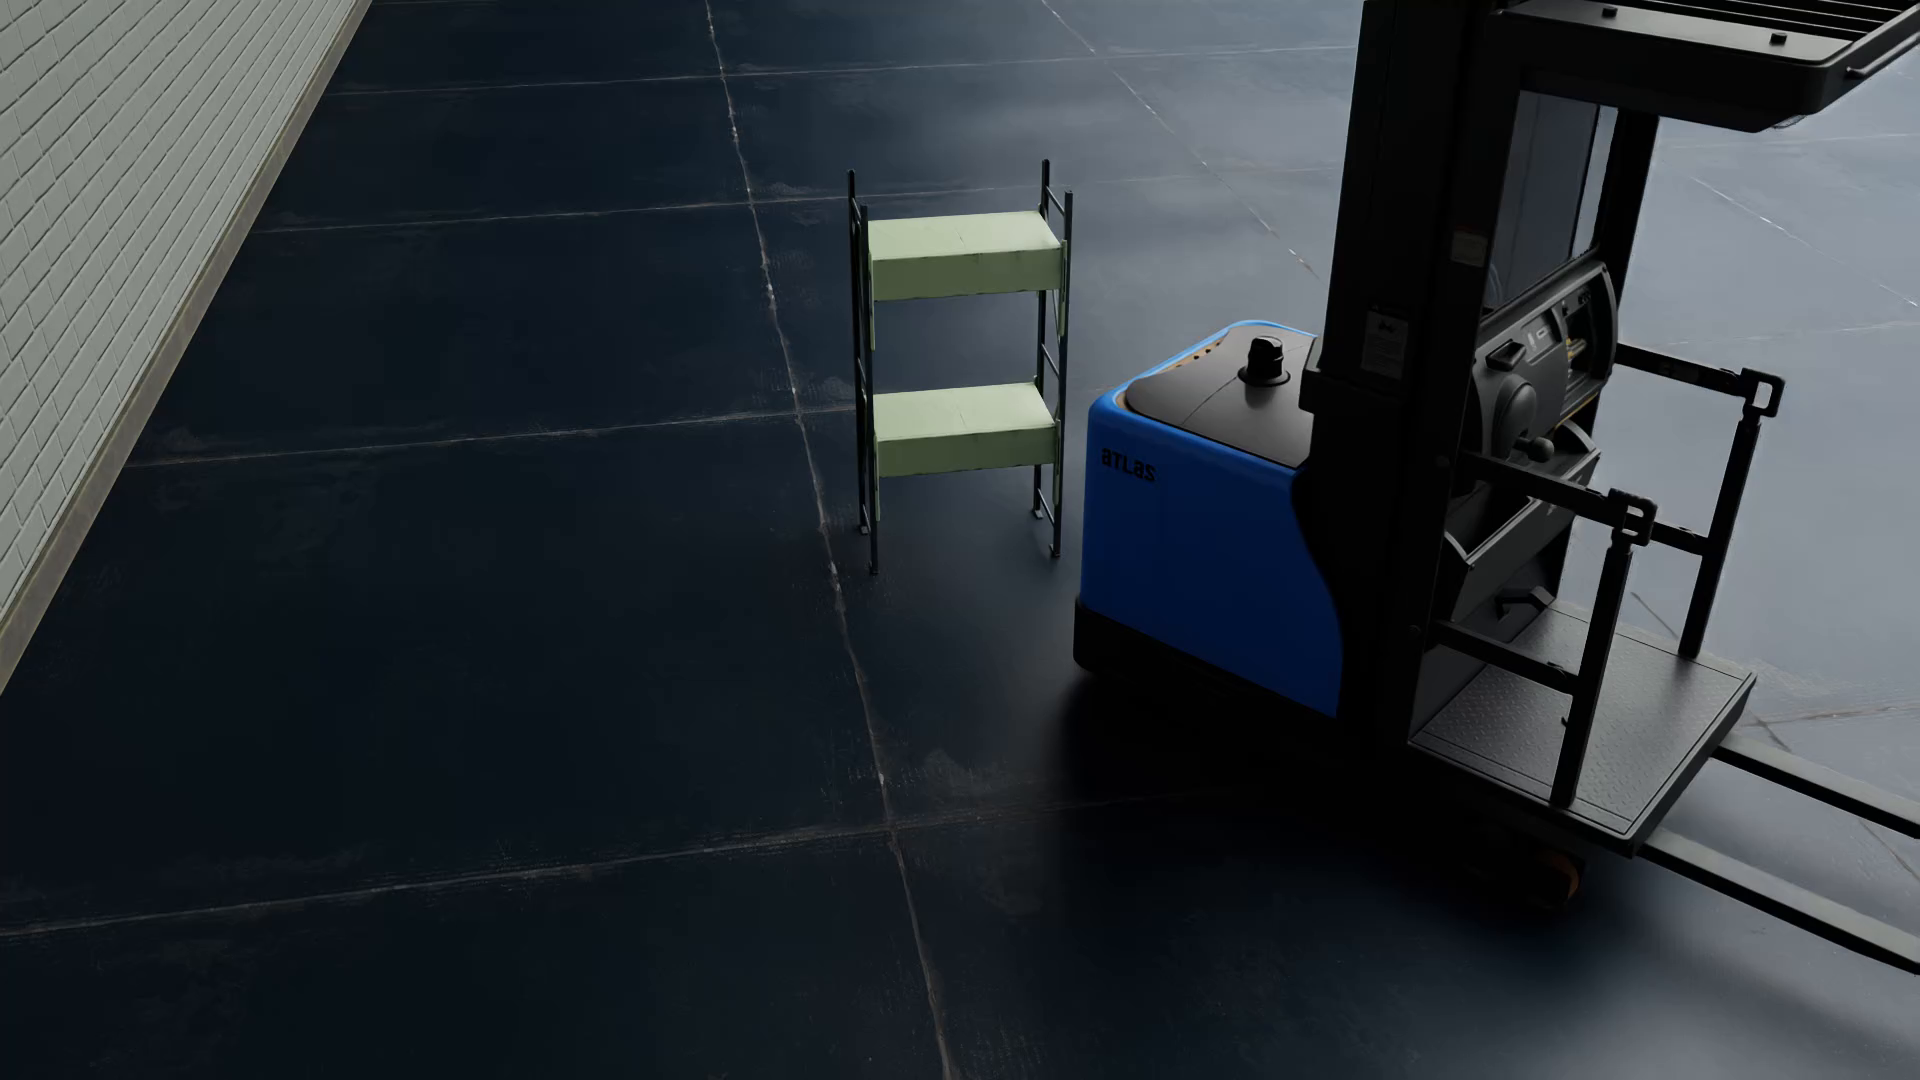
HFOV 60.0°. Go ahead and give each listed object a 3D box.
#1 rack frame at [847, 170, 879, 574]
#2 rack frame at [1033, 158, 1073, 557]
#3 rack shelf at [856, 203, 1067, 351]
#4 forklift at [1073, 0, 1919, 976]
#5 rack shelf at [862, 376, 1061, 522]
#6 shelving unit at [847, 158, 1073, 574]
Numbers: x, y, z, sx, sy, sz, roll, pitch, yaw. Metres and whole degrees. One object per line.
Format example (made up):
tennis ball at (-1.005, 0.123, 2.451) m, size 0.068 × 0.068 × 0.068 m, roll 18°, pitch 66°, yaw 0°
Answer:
rack frame at (-0.367, -0.612, 6.312) m, size 0.023 × 1.500 × 0.400 m, roll -5°, pitch 31°, yaw -9°
rack frame at (0.353, -0.679, 6.426) m, size 0.023 × 1.500 × 0.400 m, roll -5°, pitch 31°, yaw -9°
rack shelf at (-0.007, -0.982, 6.171) m, size 0.720 × 0.370 × 0.431 m, roll -5°, pitch 31°, yaw -9°
forklift at (1.847, -0.482, 4.679) m, size 3.031 × 2.935 × 1.130 m, roll 24°, pitch 38°, yaw 34°
rack shelf at (-0.007, -0.365, 6.534) m, size 0.720 × 0.370 × 0.431 m, roll -5°, pitch 31°, yaw -9°
shelving unit at (-0.007, -0.646, 6.369) m, size 0.755 × 1.500 × 0.431 m, roll -5°, pitch 31°, yaw -9°
